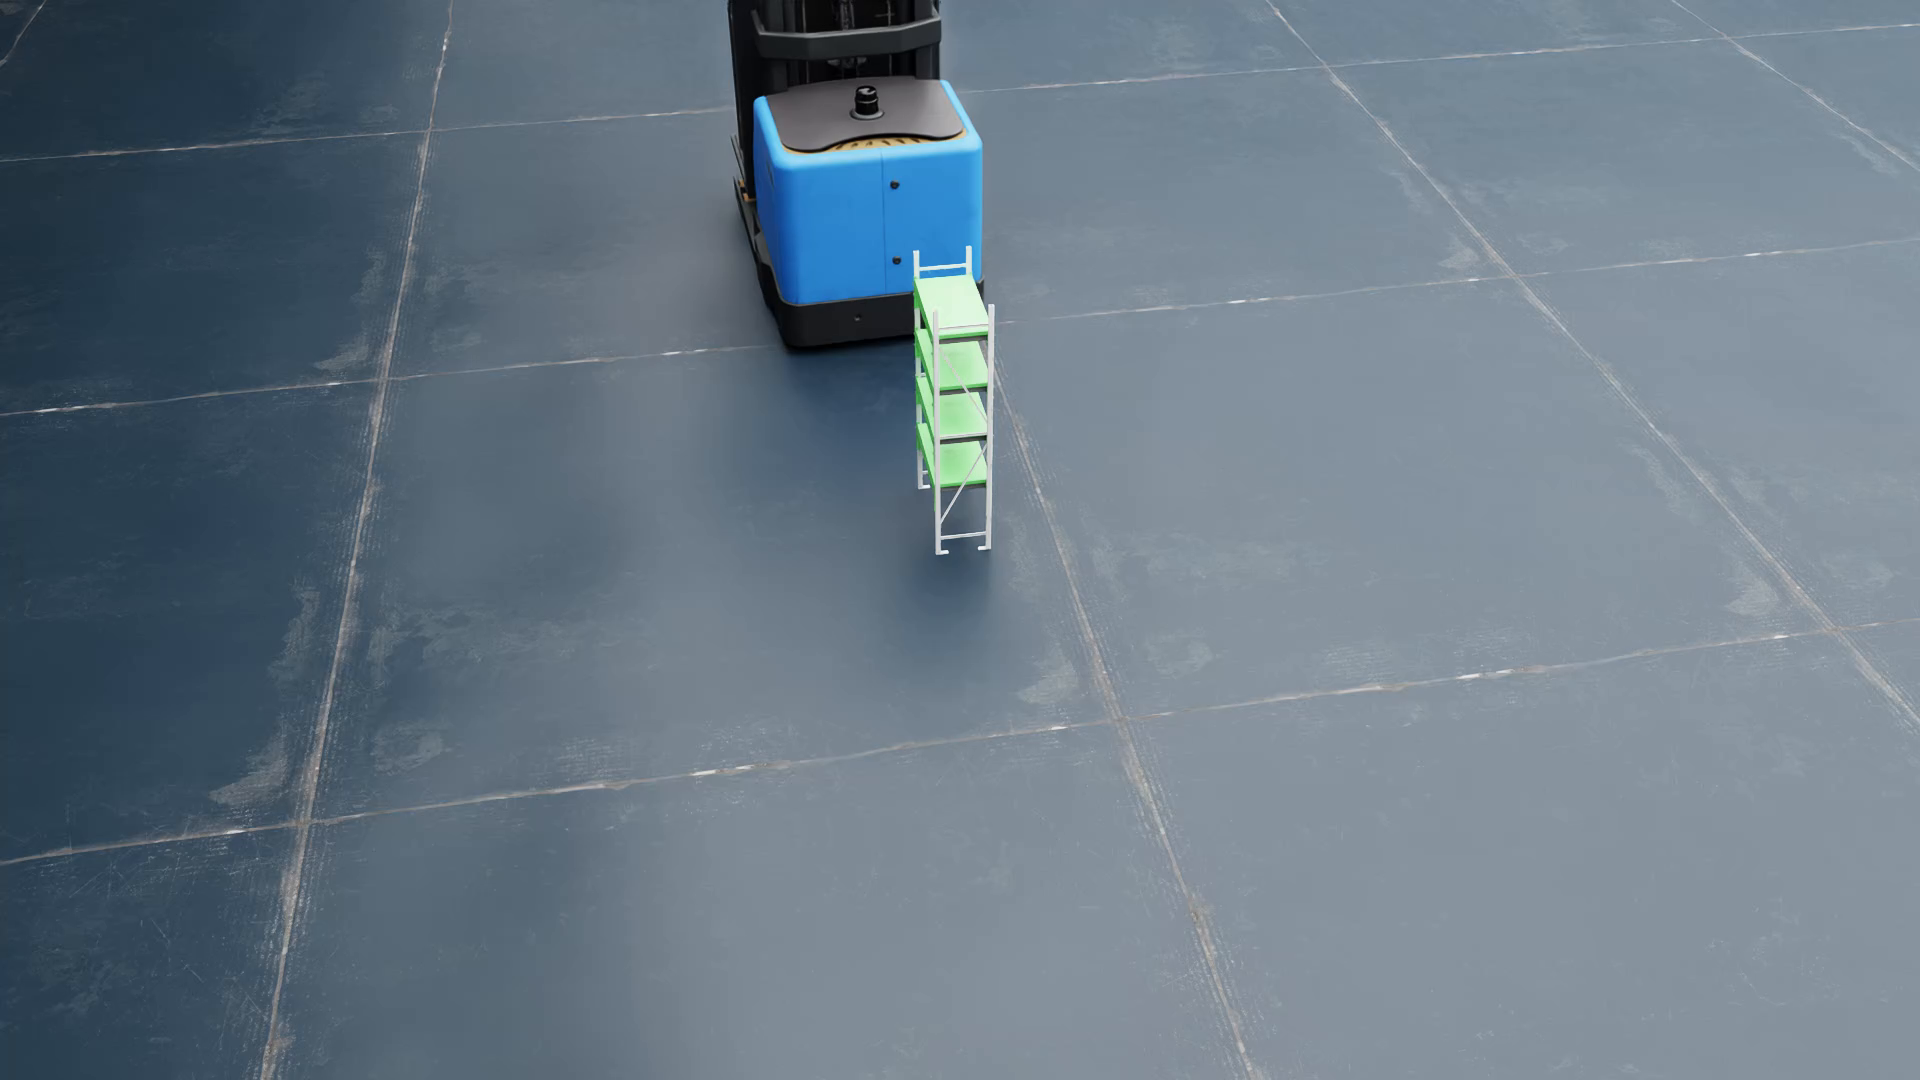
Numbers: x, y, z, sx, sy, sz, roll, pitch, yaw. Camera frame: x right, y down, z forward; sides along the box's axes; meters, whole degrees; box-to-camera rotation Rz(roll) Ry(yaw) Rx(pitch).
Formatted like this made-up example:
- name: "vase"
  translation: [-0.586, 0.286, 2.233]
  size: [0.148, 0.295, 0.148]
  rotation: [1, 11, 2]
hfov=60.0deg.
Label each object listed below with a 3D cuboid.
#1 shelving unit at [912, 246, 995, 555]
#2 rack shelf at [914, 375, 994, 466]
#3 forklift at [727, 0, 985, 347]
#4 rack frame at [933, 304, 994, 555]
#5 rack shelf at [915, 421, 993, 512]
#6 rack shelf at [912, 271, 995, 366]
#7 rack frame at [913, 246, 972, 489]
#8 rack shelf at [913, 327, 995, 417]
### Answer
- name: "shelving unit"
  translation: [-0.029, -0.574, 7.011]
  size: [0.258, 1.200, 0.503]
  rotation: [-6, 38, -8]
- name: "rack shelf"
  translation: [-0.029, -0.523, 7.050]
  size: [0.258, 0.148, 0.480]
  rotation: [-6, 38, -8]
- name: "forklift"
  translation: [-0.705, -3.039, 8.773]
  size: [1.130, 2.935, 3.031]
  rotation: [-8, 39, -10]
- name: "rack frame"
  translation: [0.014, -0.426, 6.821]
  size: [0.240, 1.200, 0.015]
  rotation: [-6, 38, -8]
- name: "rack shelf"
  translation: [-0.029, -0.334, 7.197]
  size: [0.258, 0.148, 0.480]
  rotation: [-6, 38, -8]
- name: "rack shelf"
  translation: [-0.029, -0.902, 6.755]
  size: [0.258, 0.148, 0.480]
  rotation: [-6, 38, -8]
- name: "rack frame"
  translation: [-0.072, -0.721, 7.200]
  size: [0.240, 1.200, 0.015]
  rotation: [-6, 38, -8]
- name: "rack shelf"
  translation: [-0.029, -0.713, 6.903]
  size: [0.258, 0.148, 0.480]
  rotation: [-6, 38, -8]
